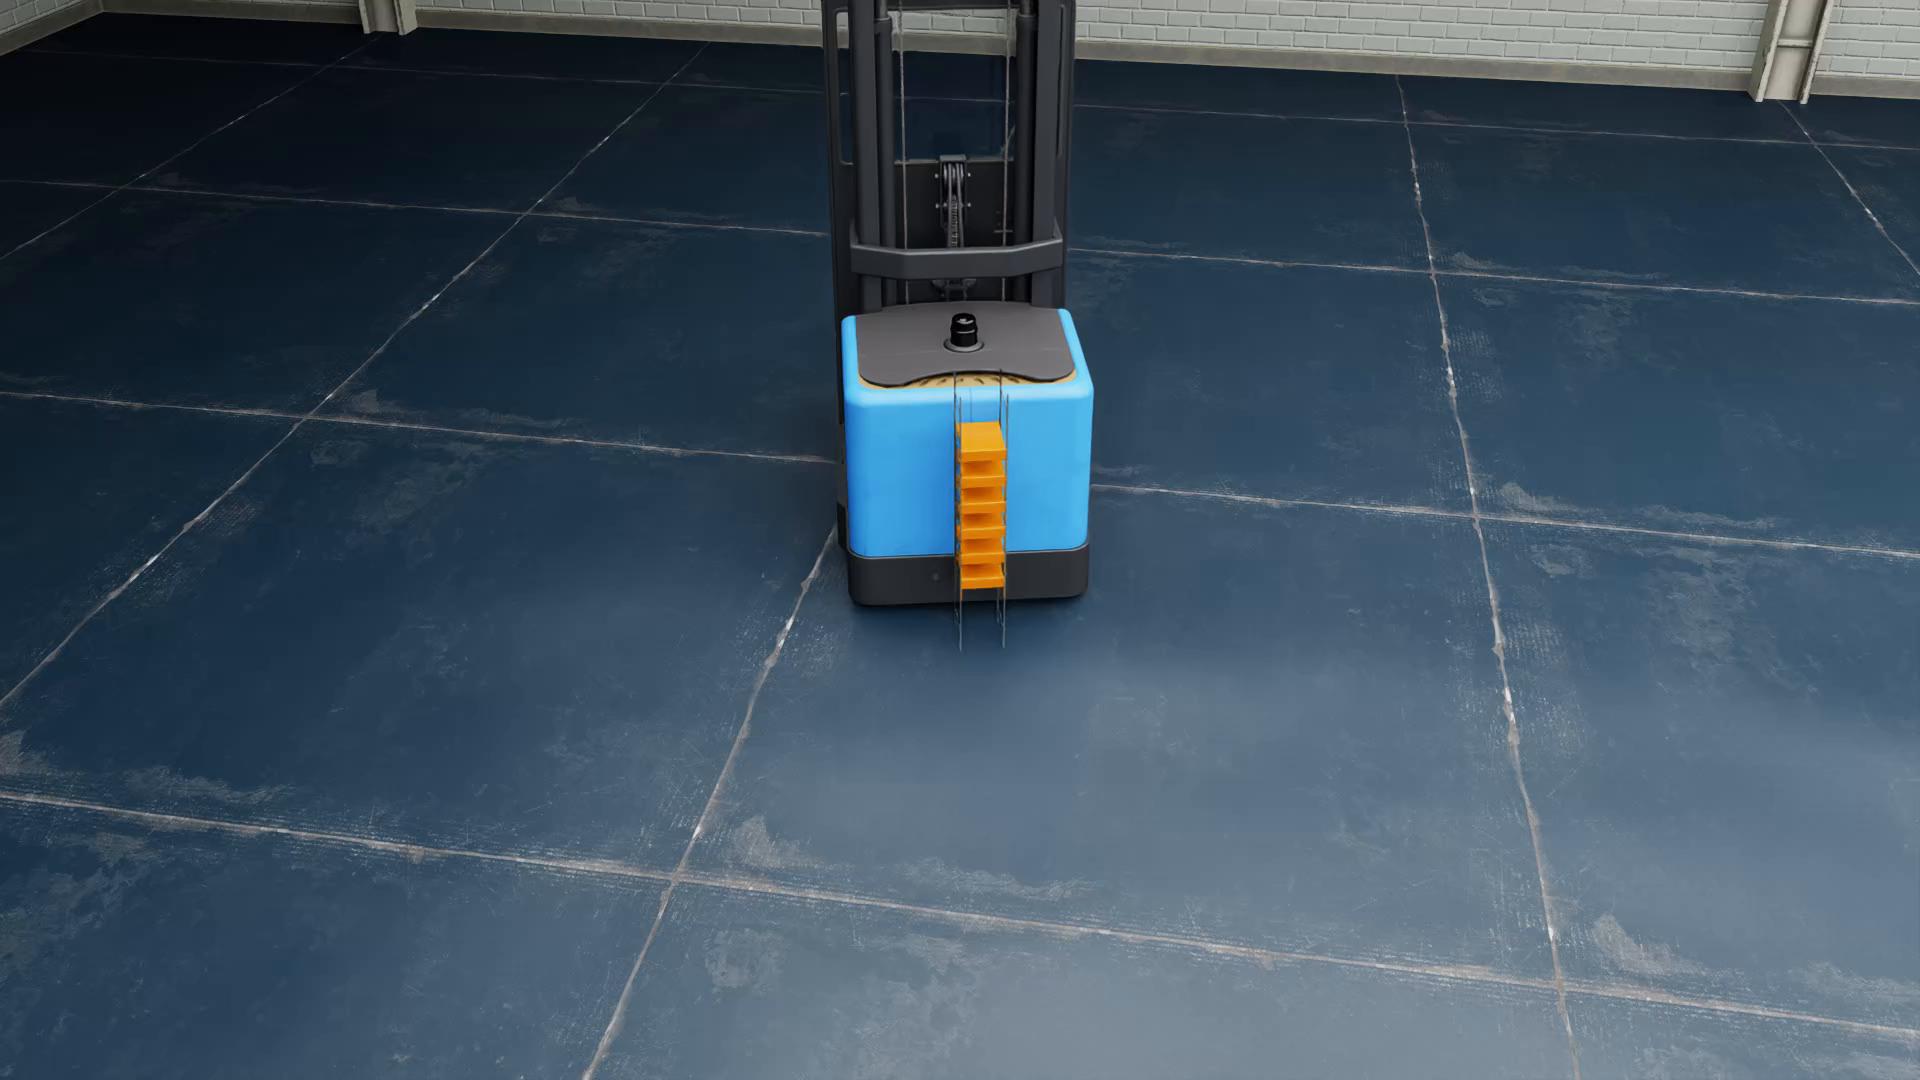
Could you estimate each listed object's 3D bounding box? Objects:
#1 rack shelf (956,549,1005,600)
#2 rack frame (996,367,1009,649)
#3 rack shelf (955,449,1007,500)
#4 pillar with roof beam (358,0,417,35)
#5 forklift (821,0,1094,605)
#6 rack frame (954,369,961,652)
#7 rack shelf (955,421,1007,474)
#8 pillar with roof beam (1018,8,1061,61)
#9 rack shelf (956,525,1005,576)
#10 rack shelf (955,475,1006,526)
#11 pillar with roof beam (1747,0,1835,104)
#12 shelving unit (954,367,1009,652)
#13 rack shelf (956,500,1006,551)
[{"bbox_3d":[0.082,0.134,6.940,0.180,0.103,0.258,-3,32,-5],"label":"rack shelf"},{"bbox_3d":[0.173,-0.111,6.797,0.006,1.200,0.240,-3,32,-5],"label":"rack frame"},{"bbox_3d":[0.082,-0.272,6.686,0.180,0.103,0.258,-3,32,-5],"label":"rack shelf"},{"bbox_3d":[-5.925,-6.232,9.226,0.400,9.000,9.100,5,32,8],"label":"pillar with roof beam"},{"bbox_3d":[-0.068,-1.717,7.731,1.130,2.935,3.031,-2,32,-4],"label":"forklift"},{"bbox_3d":[-0.009,-0.102,6.782,0.006,1.200,0.240,-3,32,-5],"label":"rack frame"},{"bbox_3d":[0.082,-0.374,6.622,0.180,0.103,0.258,-3,32,-5],"label":"rack shelf"},{"bbox_3d":[-0.010,-5.697,8.370,0.400,9.000,9.100,5,32,8],"label":"pillar with roof beam"},{"bbox_3d":[0.082,0.033,6.877,0.180,0.103,0.258,-3,32,-5],"label":"rack shelf"},{"bbox_3d":[0.082,-0.171,6.749,0.180,0.103,0.258,-3,32,-5],"label":"rack shelf"},{"bbox_3d":[5.904,-5.161,7.514,0.400,9.000,9.100,5,32,8],"label":"pillar with roof beam"},{"bbox_3d":[0.082,-0.107,6.789,0.189,1.200,0.258,-3,32,-5],"label":"shelving unit"},{"bbox_3d":[0.082,-0.069,6.813,0.180,0.103,0.258,-3,32,-5],"label":"rack shelf"}]
